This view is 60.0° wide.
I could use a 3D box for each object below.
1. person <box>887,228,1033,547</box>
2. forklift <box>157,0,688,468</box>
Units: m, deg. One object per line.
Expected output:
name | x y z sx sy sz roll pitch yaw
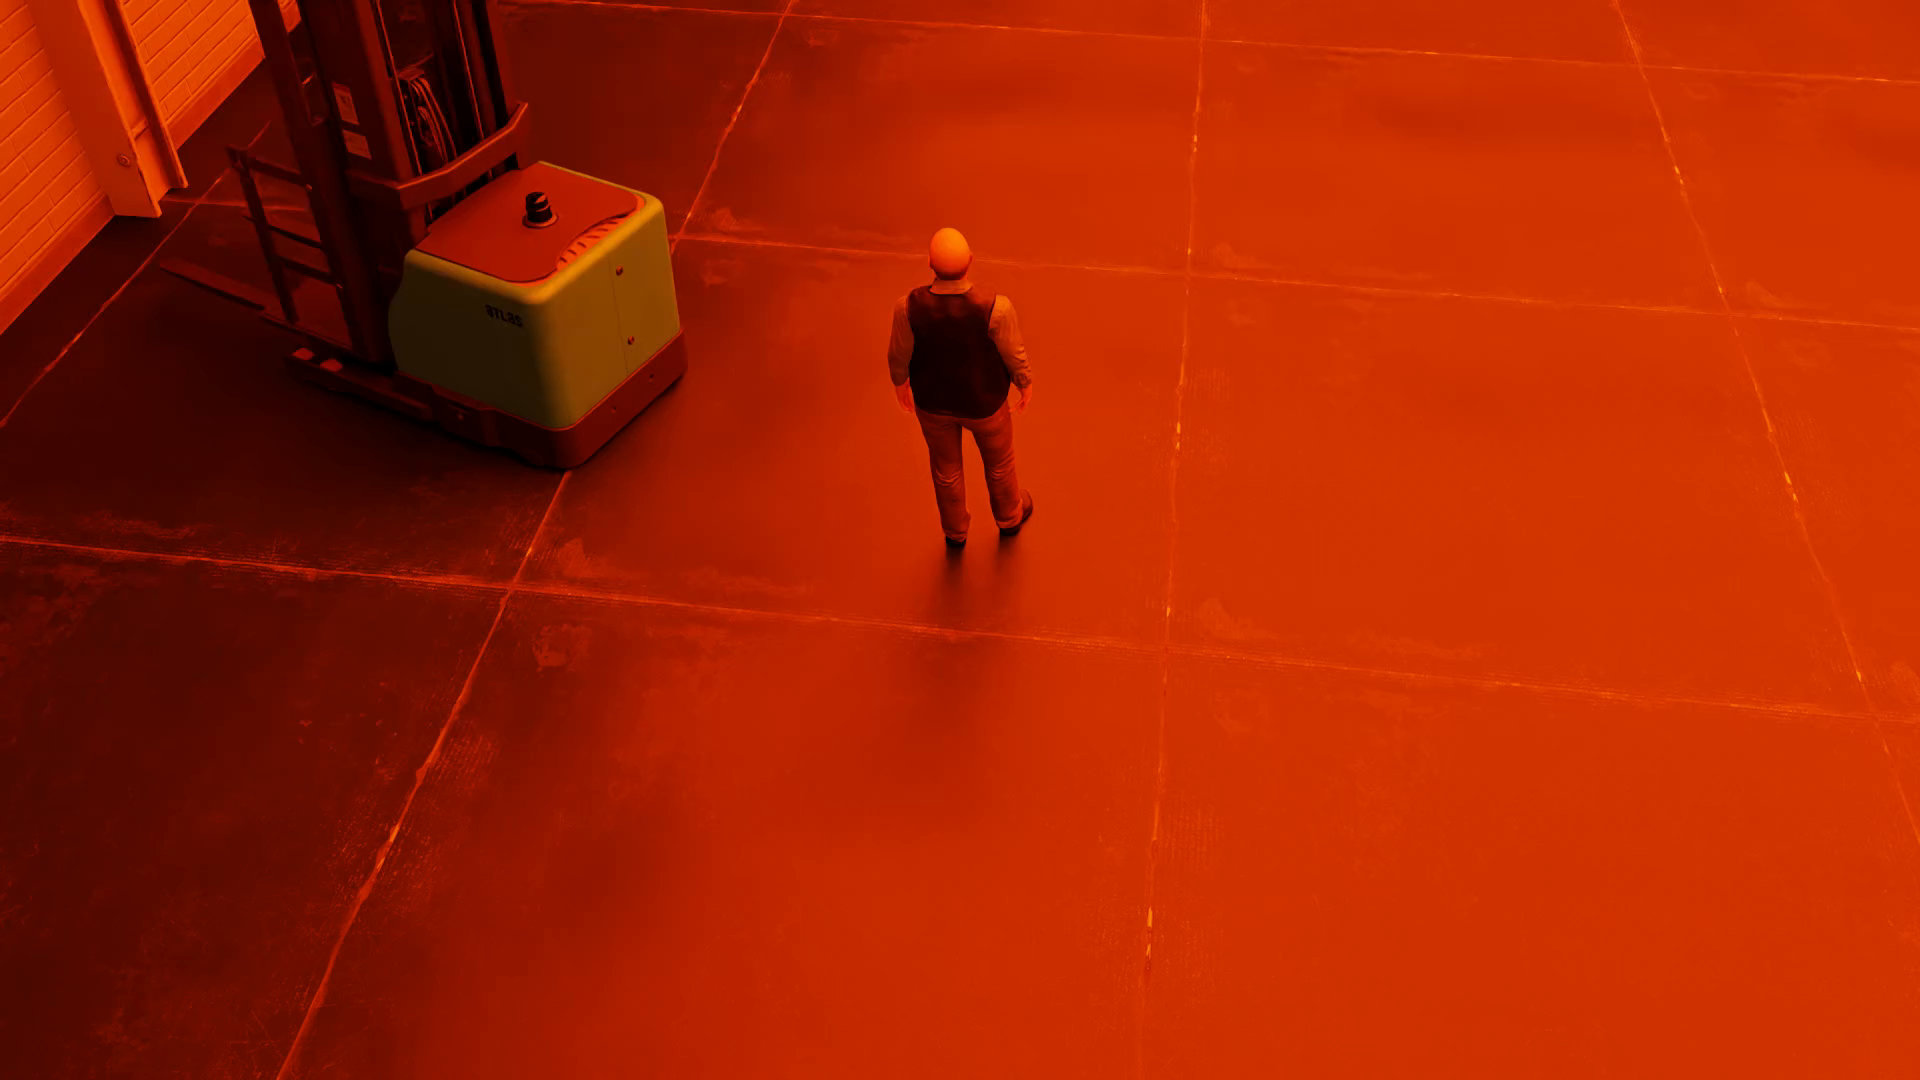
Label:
person | 0.017 -0.680 7.348 0.632 1.720 0.568 5 43 6
forklift | -2.977 -2.156 8.071 3.031 2.935 1.130 20 46 21
